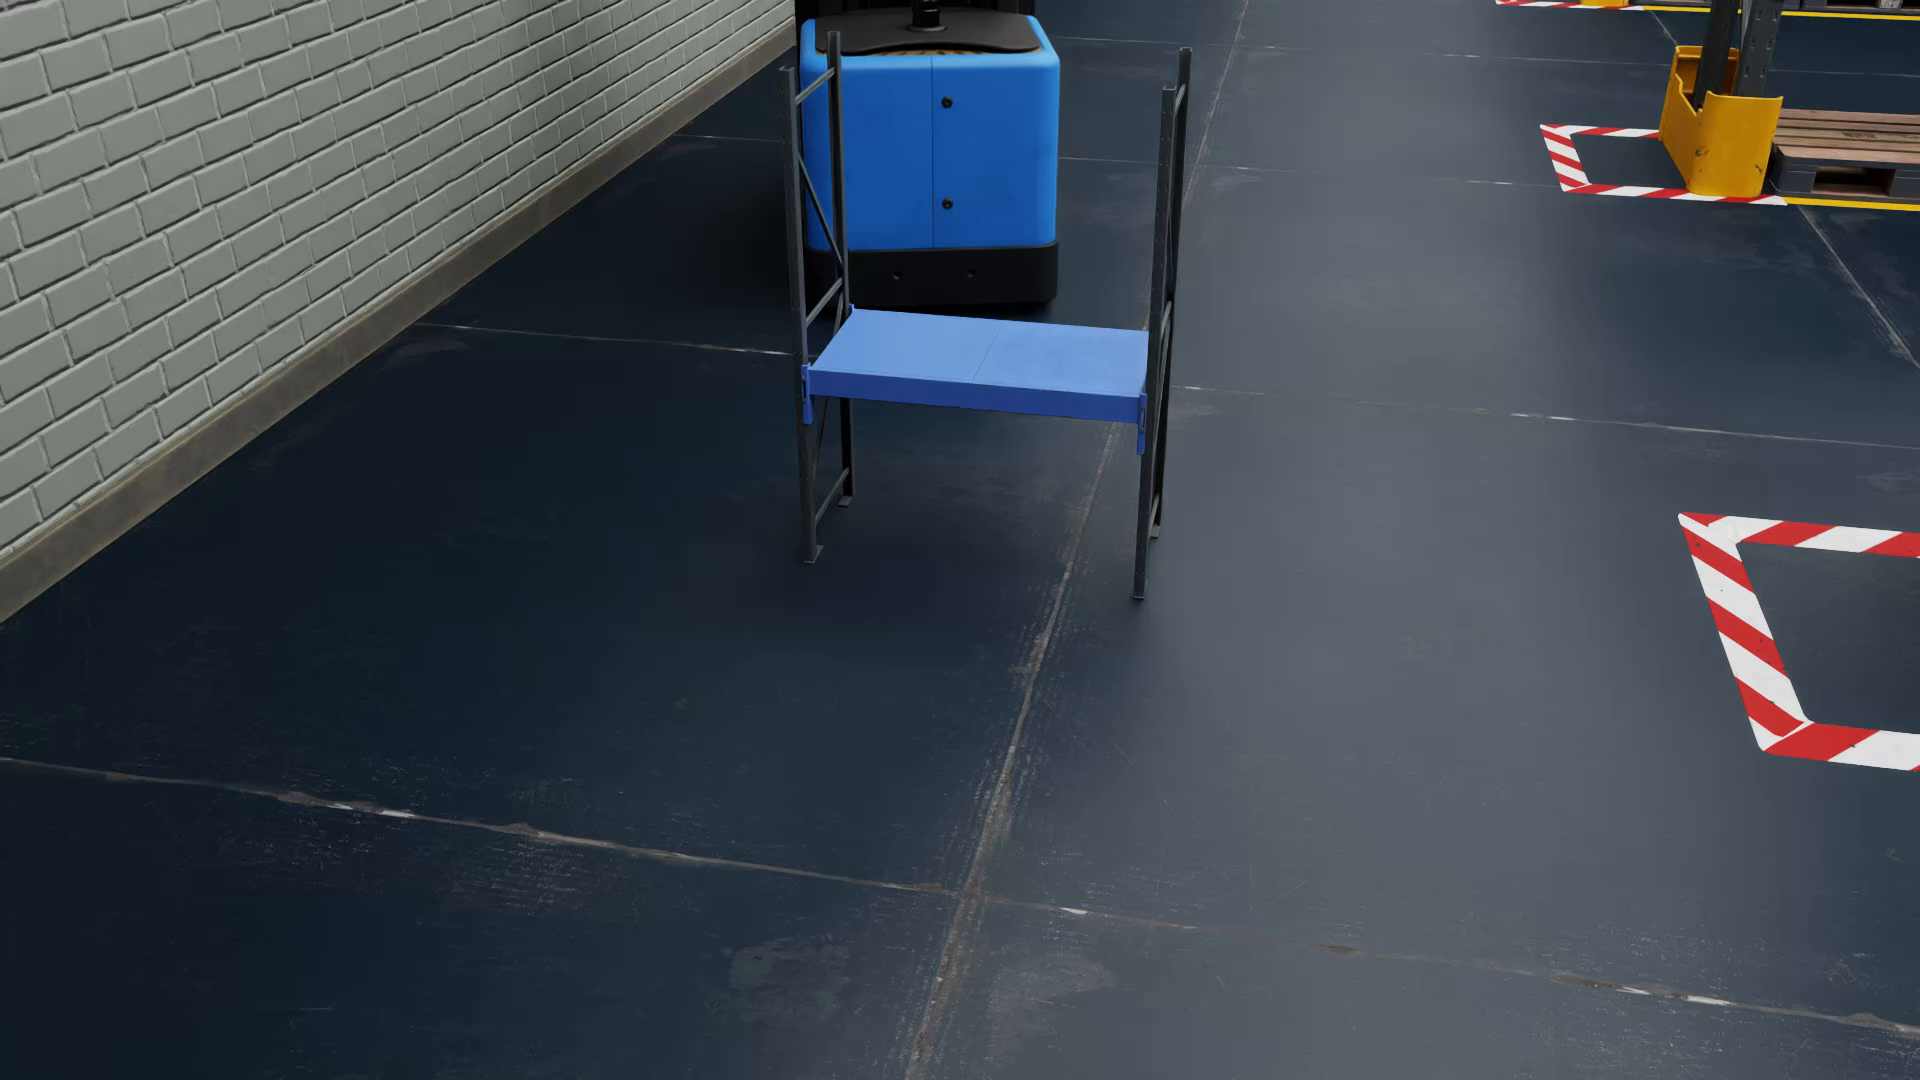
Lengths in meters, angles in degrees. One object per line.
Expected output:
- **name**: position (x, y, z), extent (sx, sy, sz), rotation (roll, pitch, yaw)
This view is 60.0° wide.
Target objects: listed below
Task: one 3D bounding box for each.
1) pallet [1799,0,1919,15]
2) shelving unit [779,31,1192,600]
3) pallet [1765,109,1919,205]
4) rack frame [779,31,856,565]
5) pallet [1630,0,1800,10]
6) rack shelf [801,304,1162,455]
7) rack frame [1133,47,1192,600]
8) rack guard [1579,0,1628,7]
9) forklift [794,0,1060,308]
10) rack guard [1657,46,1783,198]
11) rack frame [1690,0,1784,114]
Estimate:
- **pallet**: position (7.051, -4.267, 12.825), extent (1.213, 0.211, 1.003), rotation (6, 29, 11)
- **shelving unit**: position (0.083, -0.649, 4.874), extent (1.048, 1.500, 0.538), rotation (6, 29, 11)
- **pallet**: position (4.828, -2.007, 8.696), extent (1.213, 0.211, 1.003), rotation (6, 29, 11)
- **rack frame**: position (-0.414, -0.700, 4.967), extent (0.032, 1.500, 0.500), rotation (6, 29, 11)
- **pallet**: position (5.862, -4.391, 13.050), extent (1.213, 0.211, 1.003), rotation (6, 29, 11)
- **rack shelf**: position (0.083, -0.492, 4.961), extent (1.000, 0.185, 0.538), rotation (6, 29, 11)
- **rack frame**: position (0.581, -0.598, 4.781), extent (0.032, 1.500, 0.500), rotation (6, 29, 11)
- **rack guard**: position (5.040, -4.563, 13.064), extent (0.348, 0.500, 1.175), rotation (6, 29, 11)
- **forklift**: position (-0.223, -2.917, 7.527), extent (1.130, 2.935, 3.031), rotation (-2, 29, -4)
- **rack guard**: position (4.003, -2.231, 8.805), extent (0.348, 0.500, 1.175), rotation (6, 29, 11)
- **rack frame**: position (4.029, -3.331, 8.211), extent (0.127, 3.000, 1.000), rotation (6, 29, 11)
